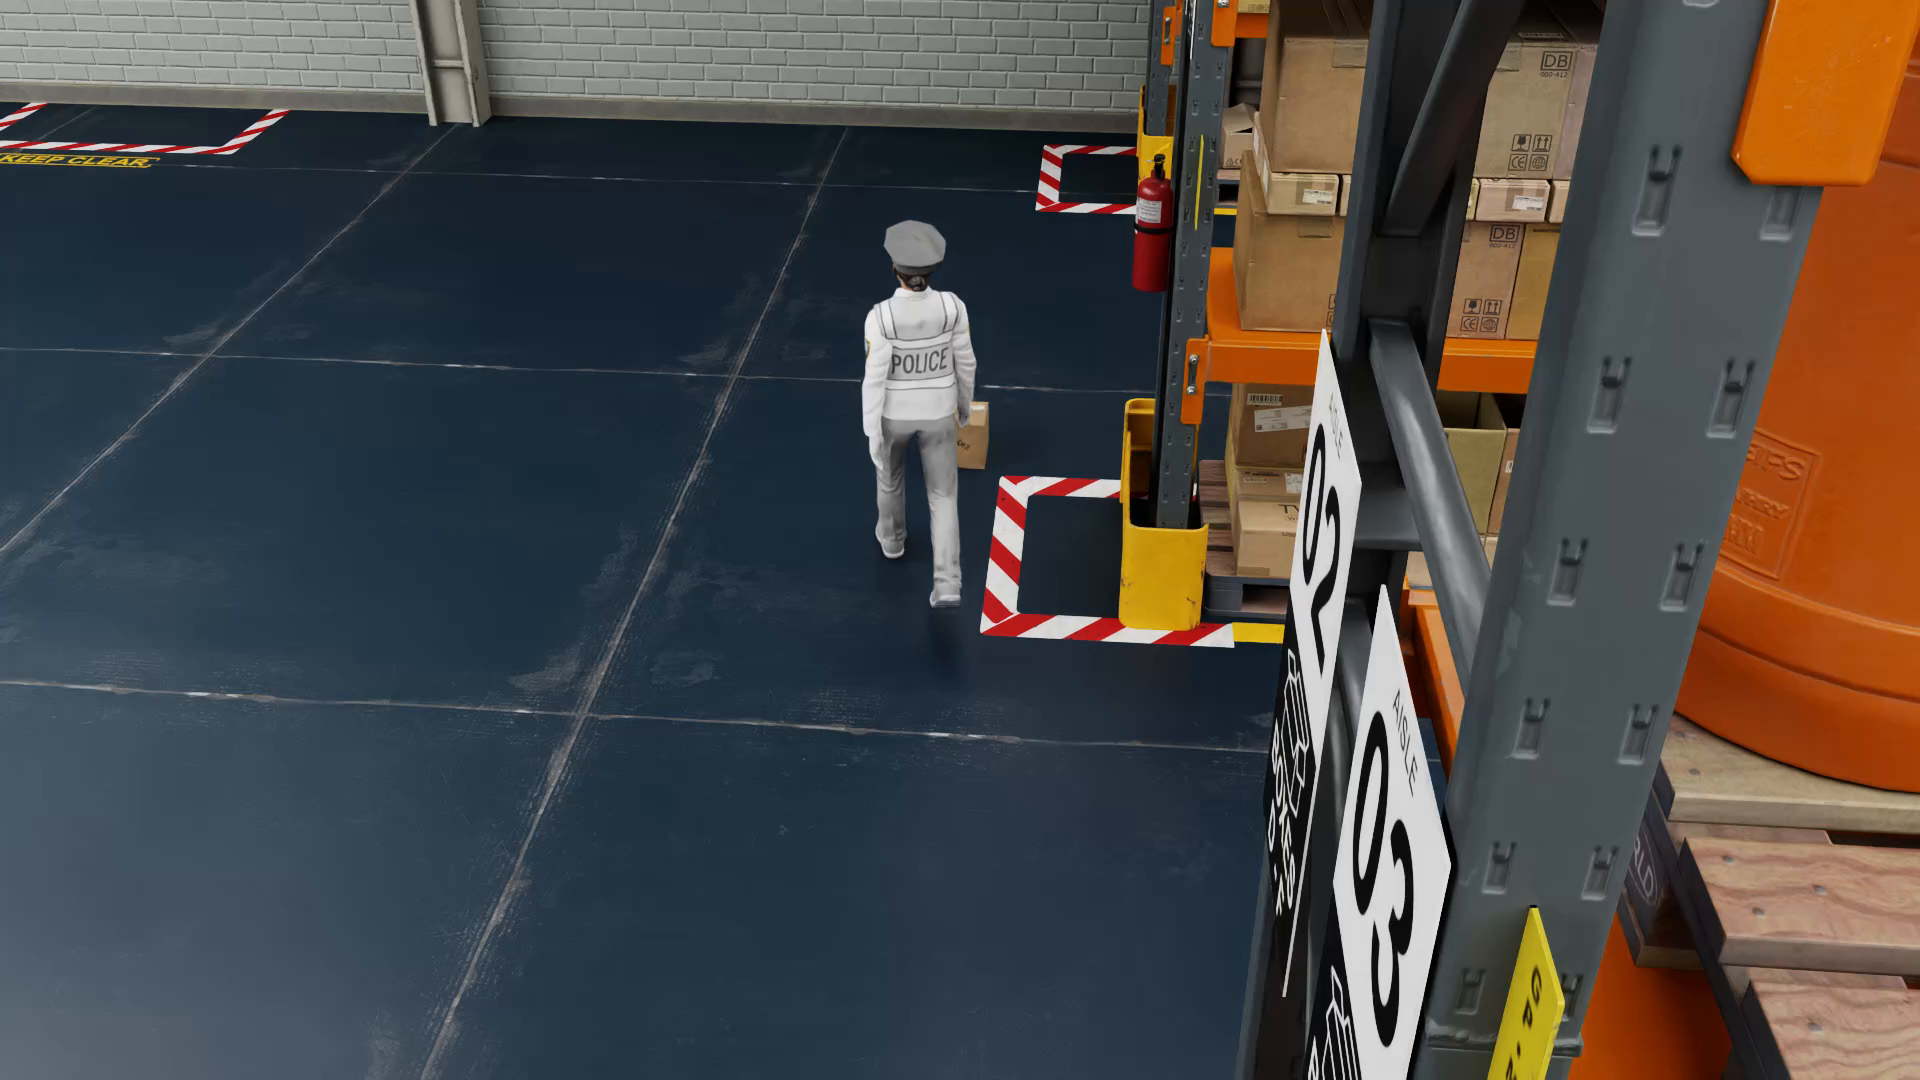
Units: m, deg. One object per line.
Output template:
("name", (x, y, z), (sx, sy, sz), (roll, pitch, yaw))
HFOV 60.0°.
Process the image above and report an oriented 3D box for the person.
("person", (-0.165, -0.522, 6.941), (0.494, 1.647, 0.944), (-5, 33, -8))
